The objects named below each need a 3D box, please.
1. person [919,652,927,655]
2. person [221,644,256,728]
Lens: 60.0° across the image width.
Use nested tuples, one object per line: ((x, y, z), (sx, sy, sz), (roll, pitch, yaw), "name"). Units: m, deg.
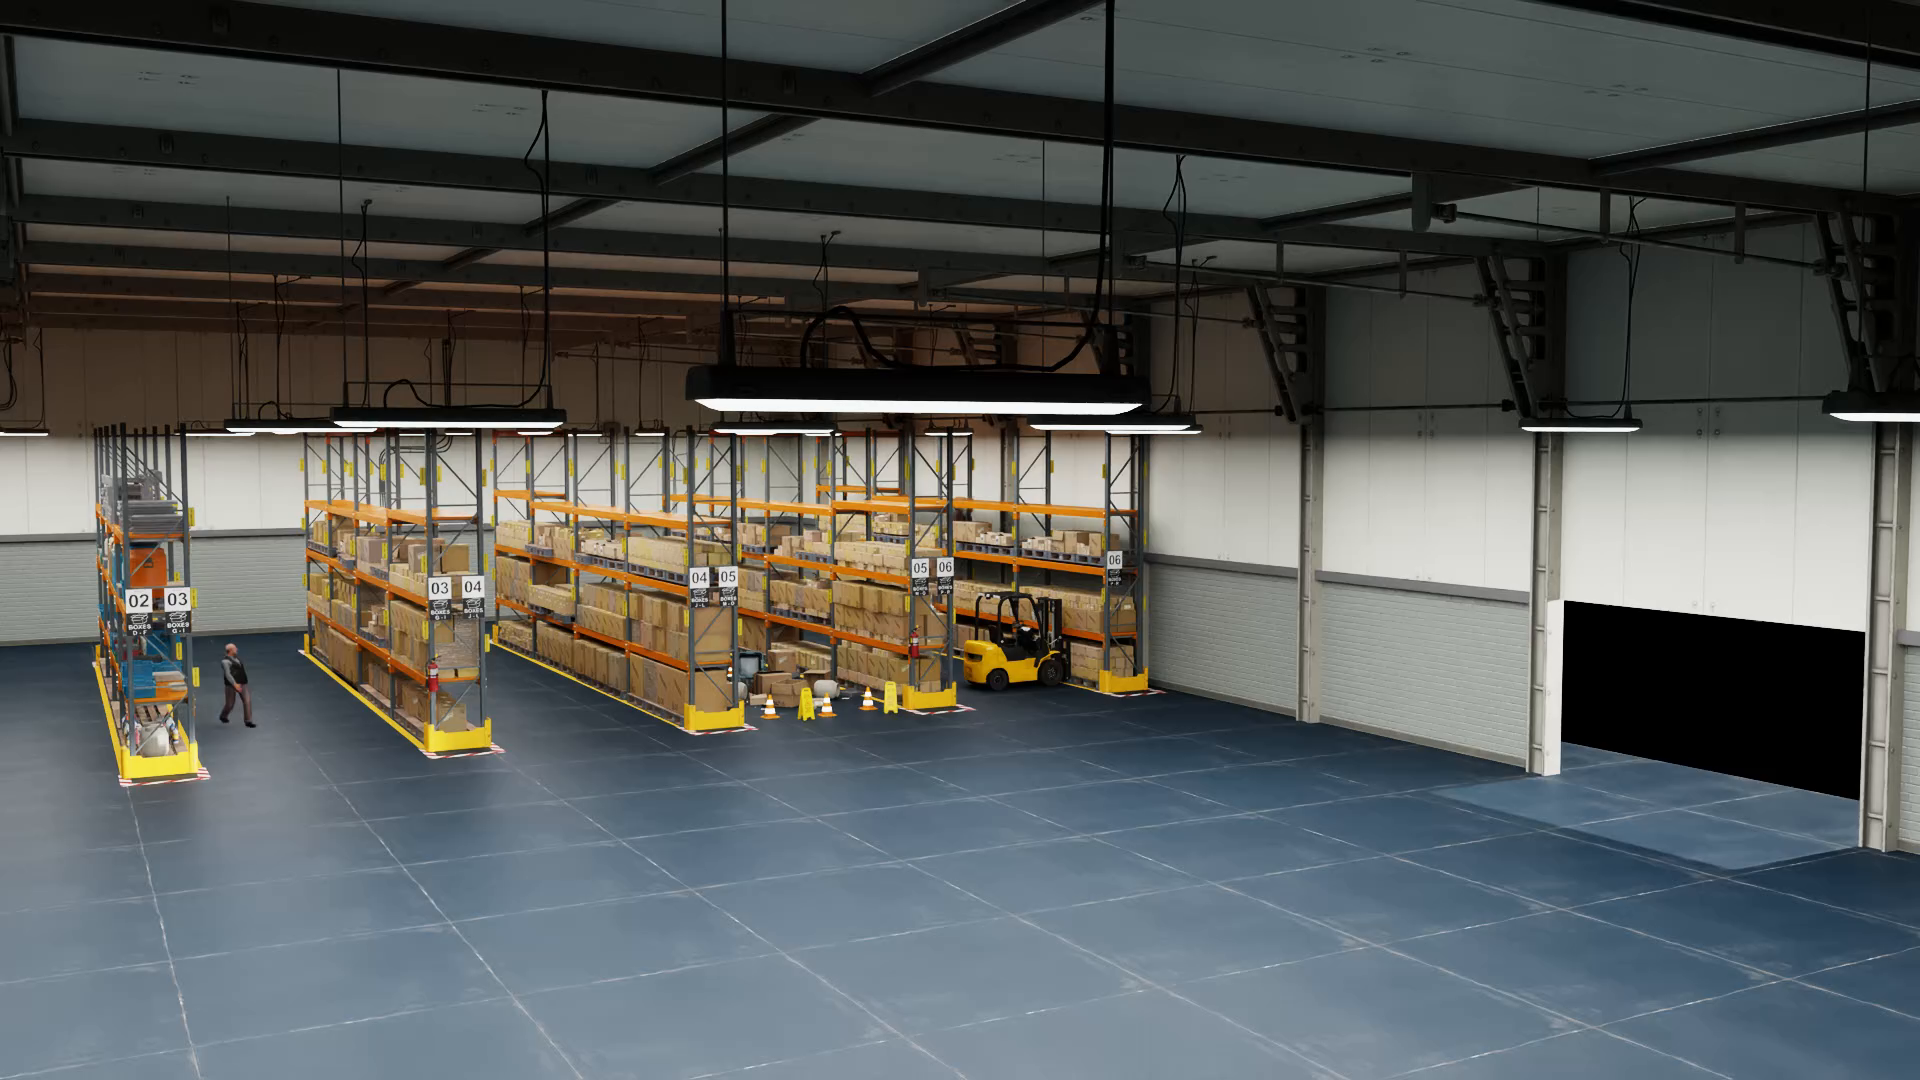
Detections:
((-0.971, 2.242, 40.942), (0.560, 1.777, 0.478), (-1, 4, -15), "person")
((-14.383, 2.901, 32.988), (0.819, 1.665, 0.505), (3, 5, 44), "person")
